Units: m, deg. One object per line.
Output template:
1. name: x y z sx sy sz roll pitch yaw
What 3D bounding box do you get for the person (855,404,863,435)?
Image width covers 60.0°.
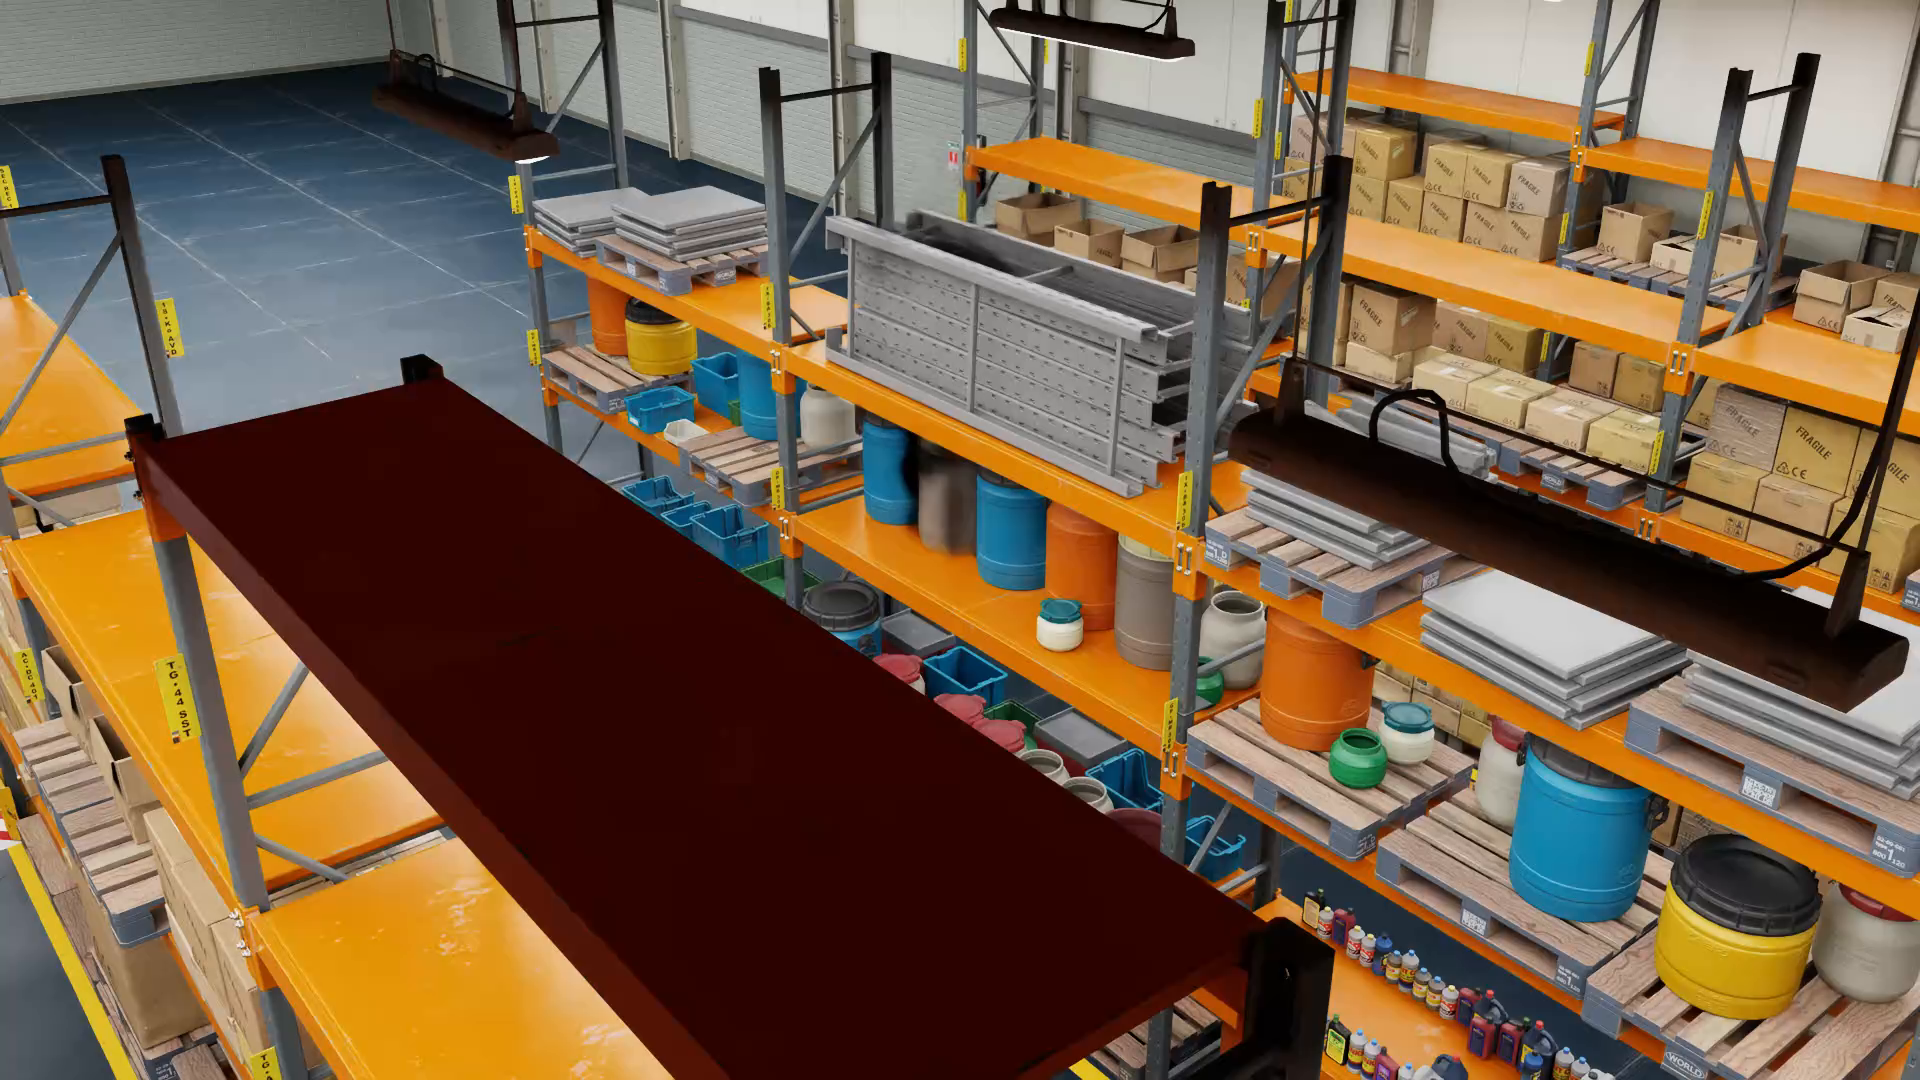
1. person: -1.196 -1.747 19.936 0.893 1.704 0.644 -5 26 -10
